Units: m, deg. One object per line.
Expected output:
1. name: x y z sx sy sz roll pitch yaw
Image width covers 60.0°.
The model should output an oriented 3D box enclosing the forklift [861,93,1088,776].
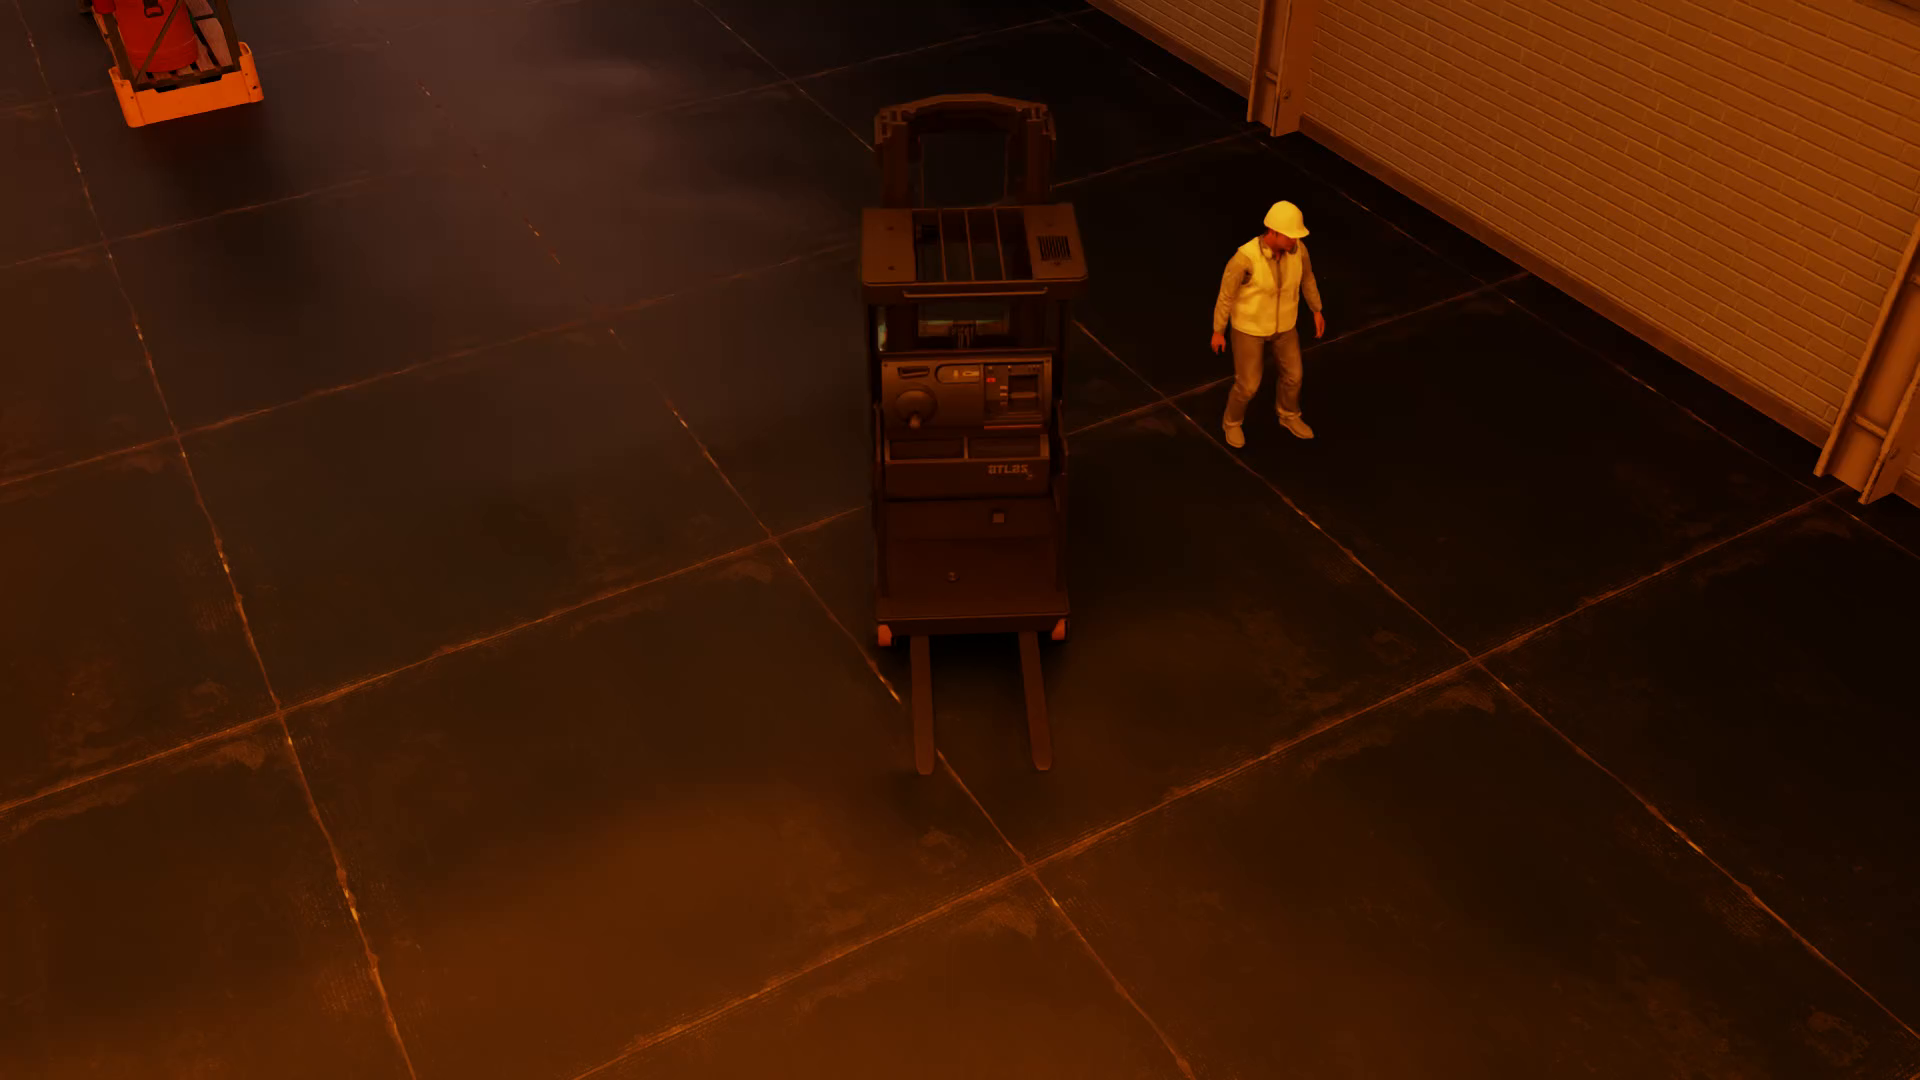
1. forklift: 0.052 -0.728 8.914 1.130 2.935 3.031 -2 40 -2

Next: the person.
1. person: 1.969 -1.381 10.628 0.751 1.749 0.421 -14 42 -16
